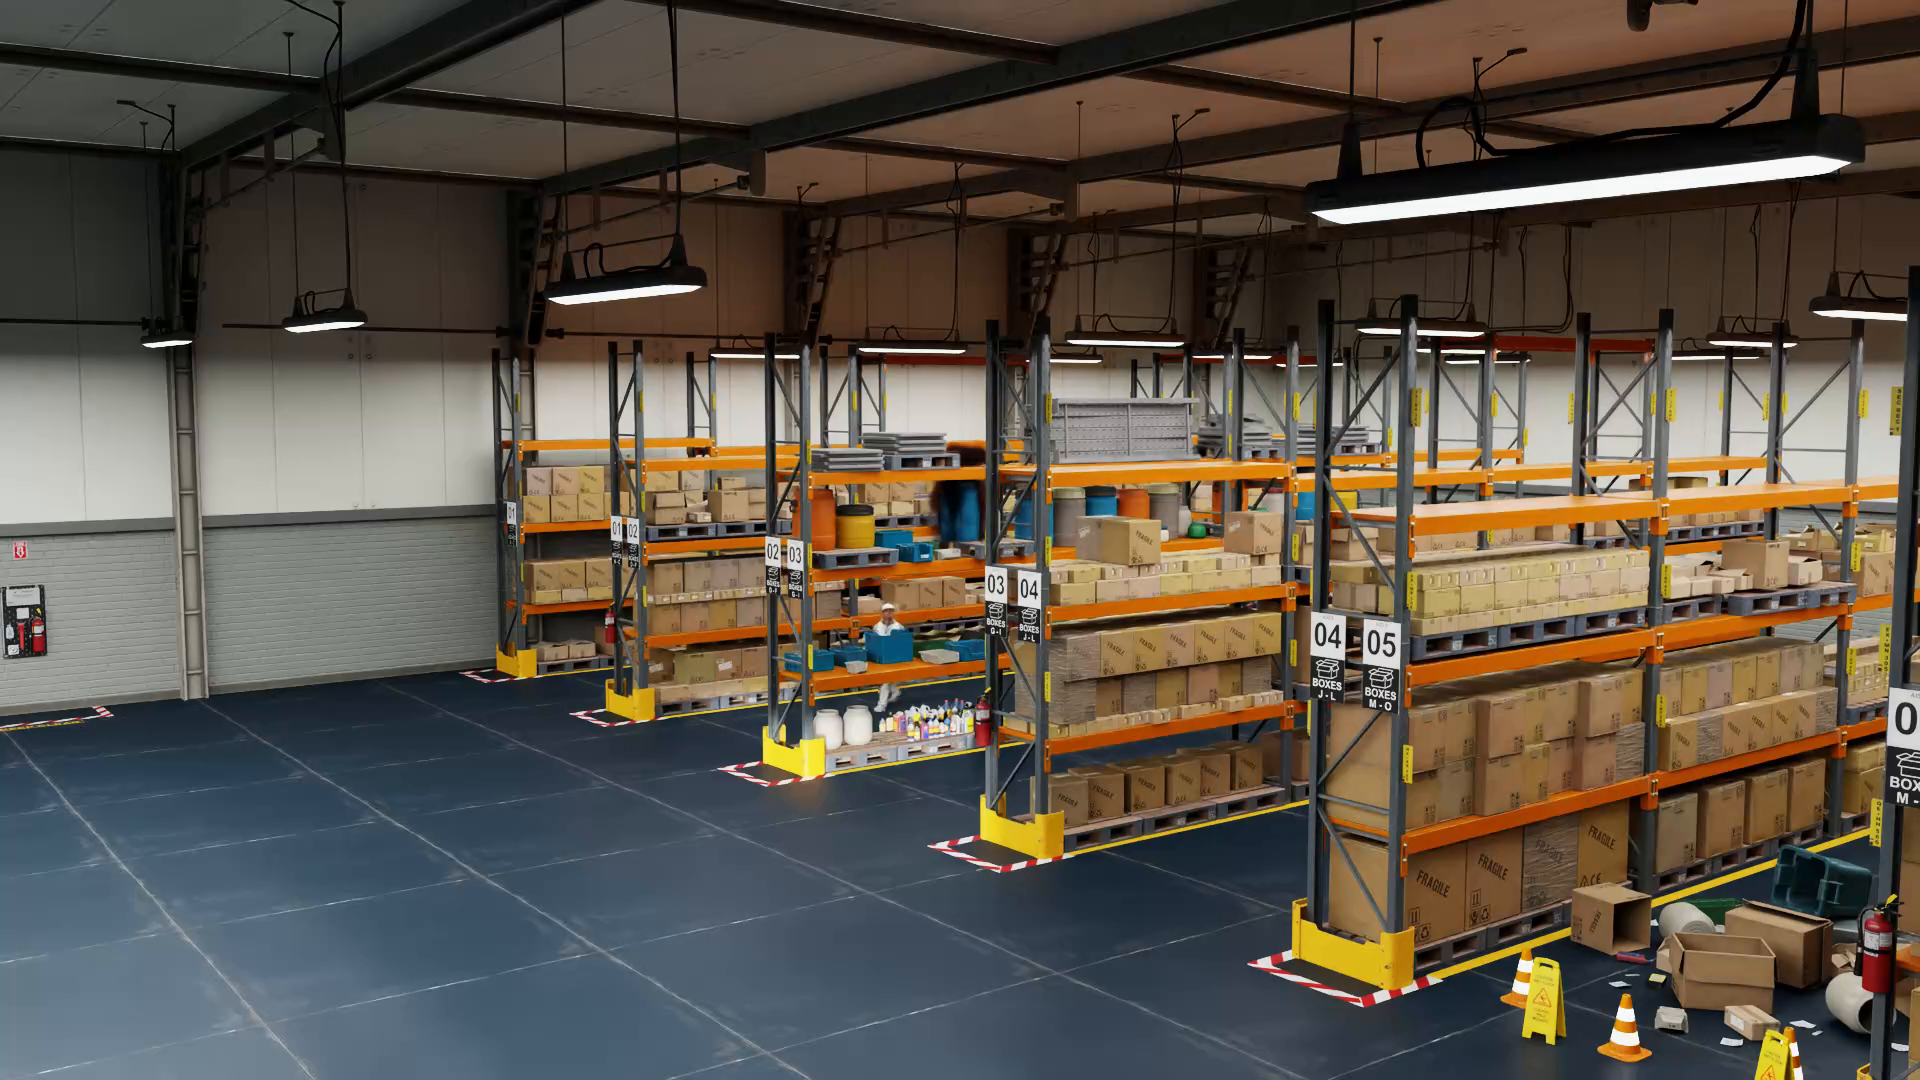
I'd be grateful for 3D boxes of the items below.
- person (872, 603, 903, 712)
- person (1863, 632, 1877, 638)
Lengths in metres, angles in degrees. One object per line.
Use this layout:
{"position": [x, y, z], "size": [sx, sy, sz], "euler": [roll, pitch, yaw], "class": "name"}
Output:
{"position": [-1.207, 1.908, 27.215], "size": [0.492, 1.723, 0.930], "euler": [4, 6, 38], "class": "person"}
{"position": [13.350, 2.166, 24.368], "size": [1.006, 1.644, 0.566], "euler": [-4, 6, -36], "class": "person"}
